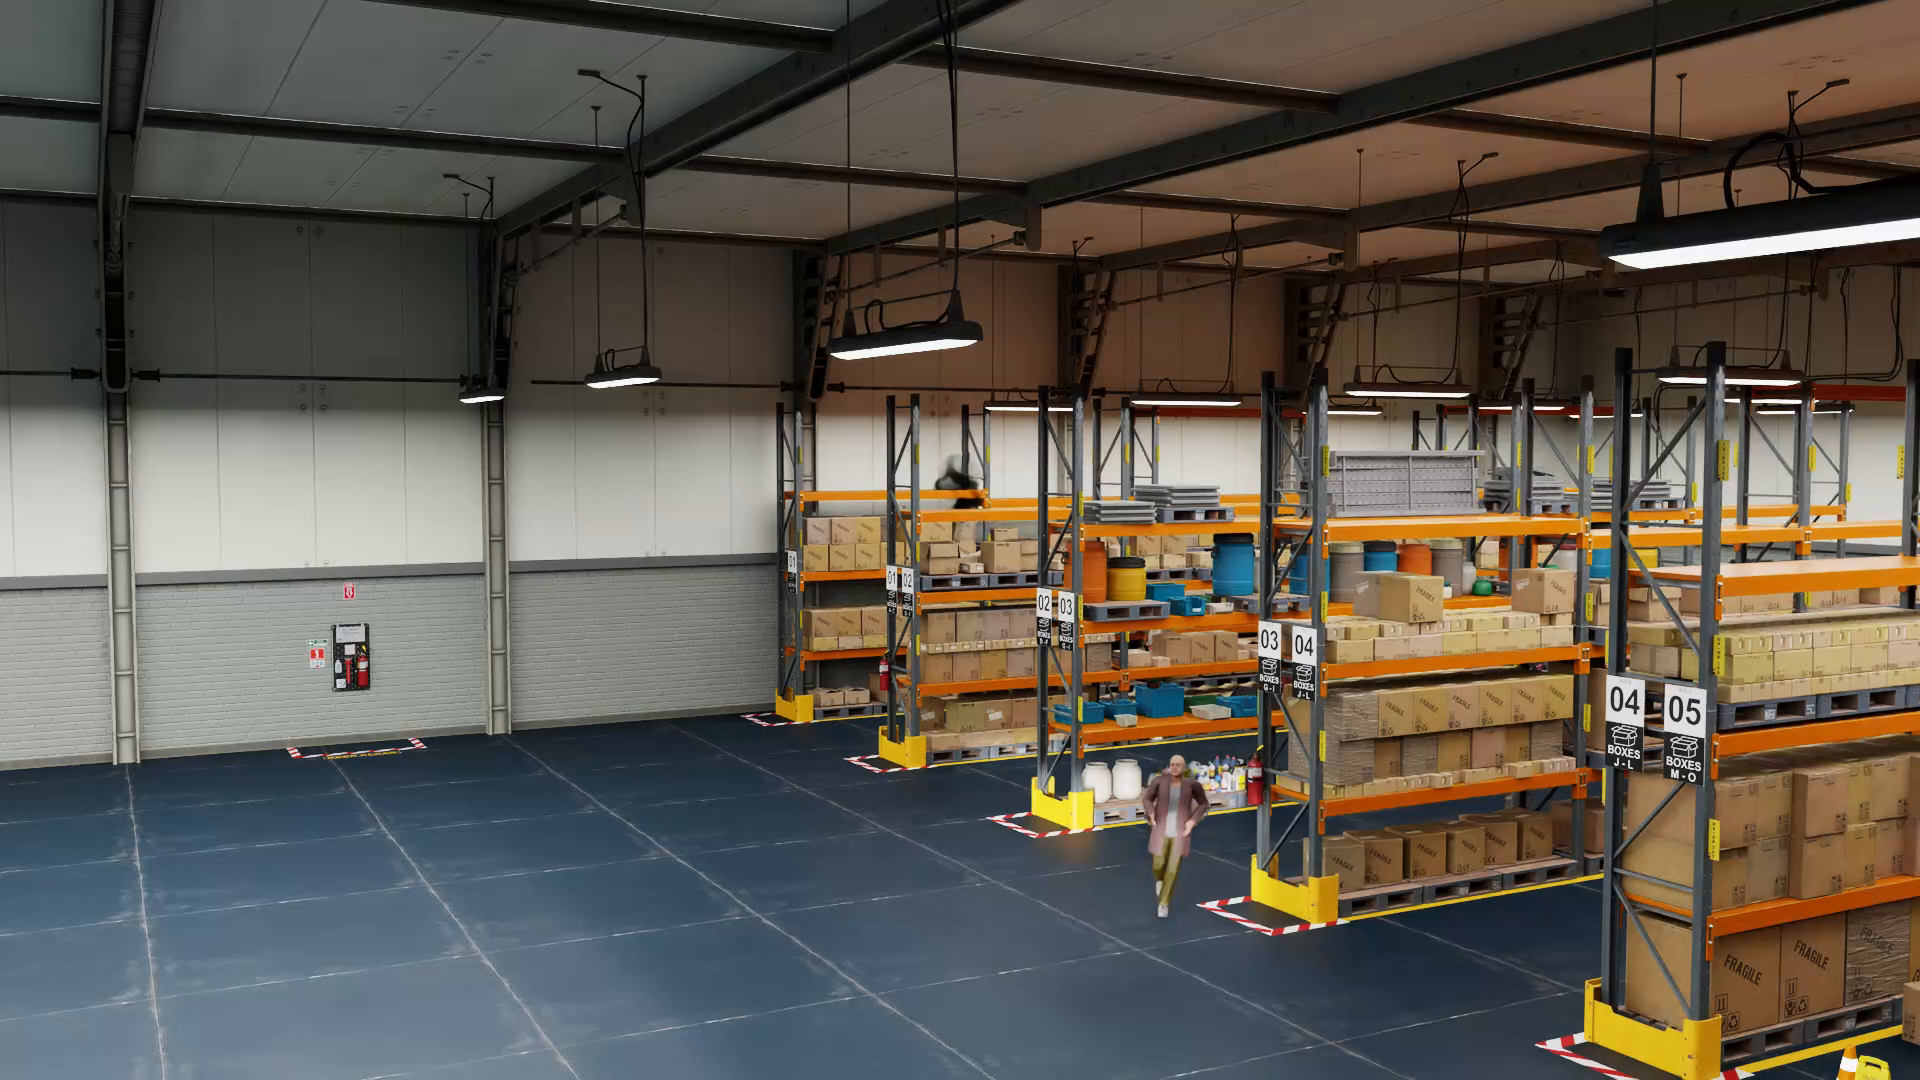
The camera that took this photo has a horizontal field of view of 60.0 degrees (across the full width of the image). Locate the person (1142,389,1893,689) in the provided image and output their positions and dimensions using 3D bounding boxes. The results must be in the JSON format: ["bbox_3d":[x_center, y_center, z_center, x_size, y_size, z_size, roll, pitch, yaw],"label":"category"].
[{"bbox_3d":[8.665,0.514,27.765,3.778,5.650,13.828,-3,4,-39],"label":"person"}]

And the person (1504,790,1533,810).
[{"bbox_3d":[7.813,2.961,23.339,0.690,1.780,0.656,-3,5,-44],"label":"person"}]

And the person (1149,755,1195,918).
[{"bbox_3d":[2.393,3.254,18.504,0.688,1.754,0.809,1,3,15],"label":"person"}]
